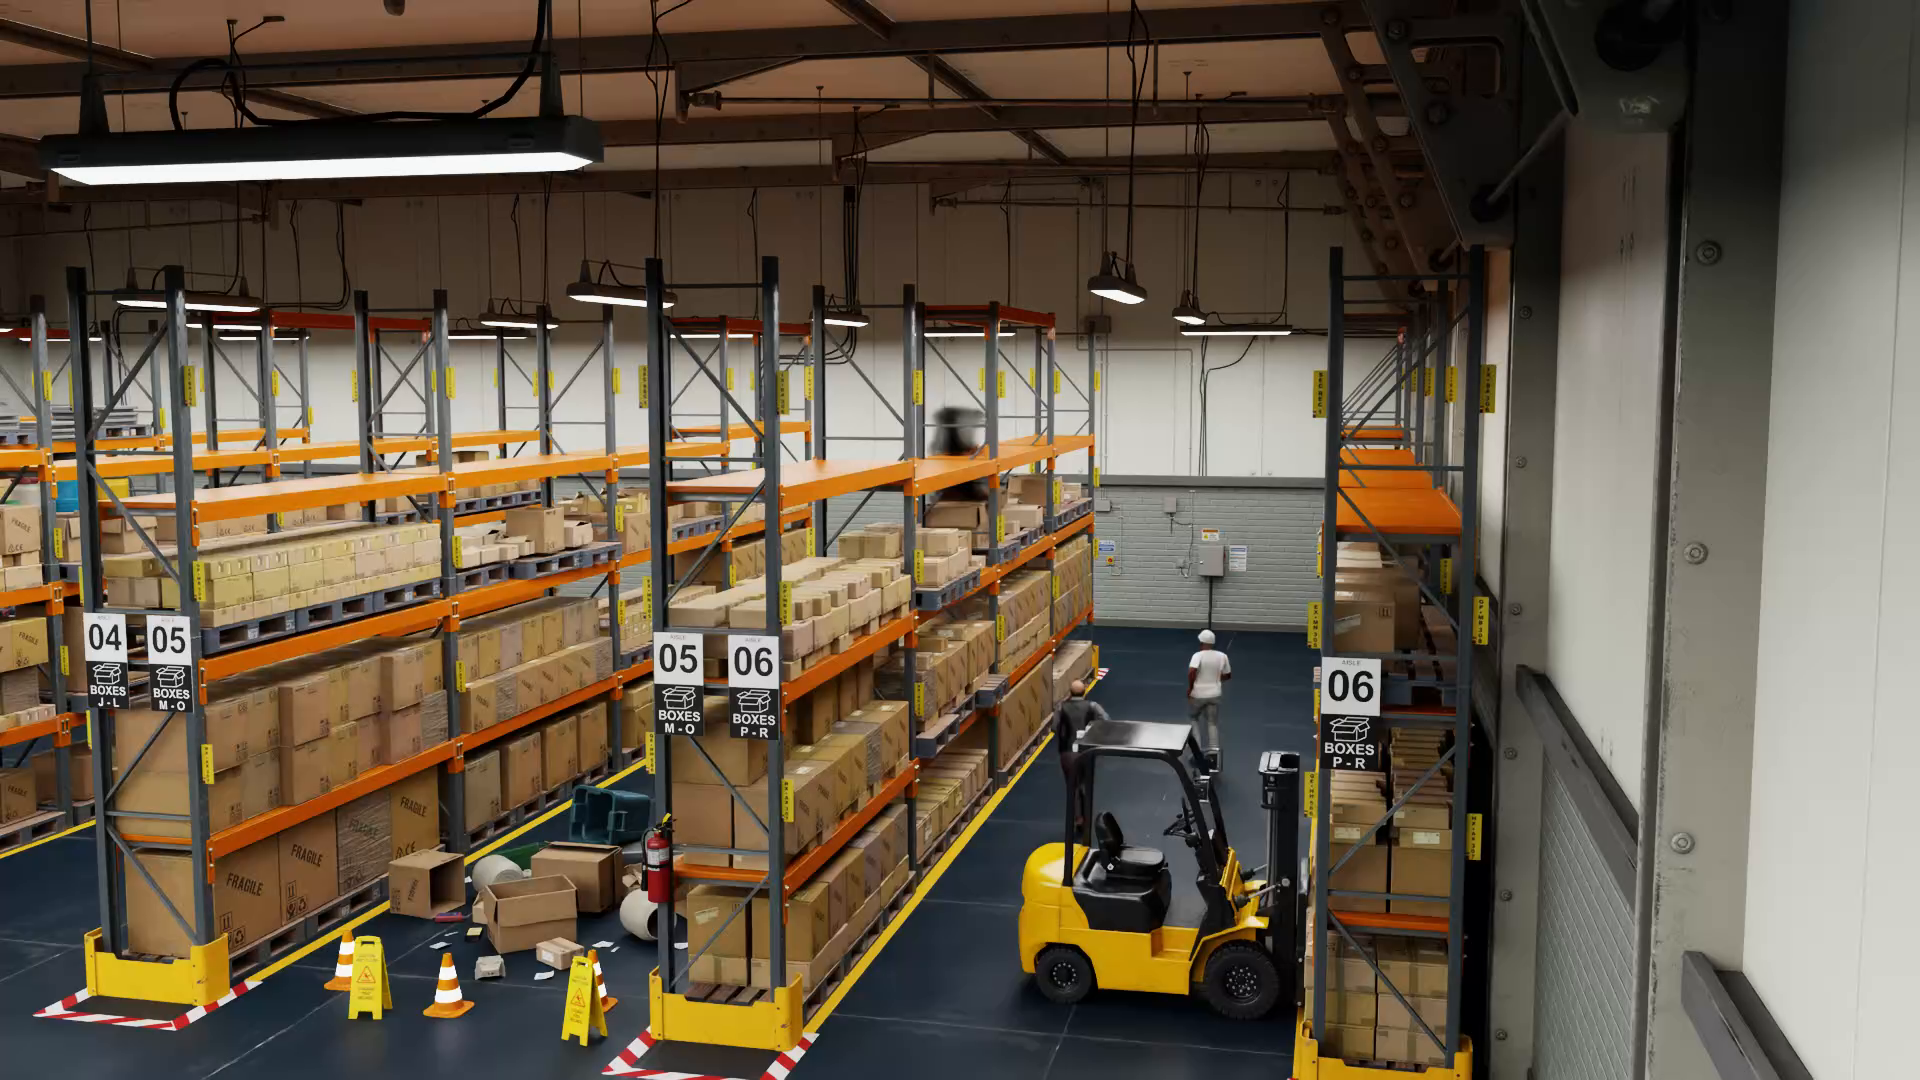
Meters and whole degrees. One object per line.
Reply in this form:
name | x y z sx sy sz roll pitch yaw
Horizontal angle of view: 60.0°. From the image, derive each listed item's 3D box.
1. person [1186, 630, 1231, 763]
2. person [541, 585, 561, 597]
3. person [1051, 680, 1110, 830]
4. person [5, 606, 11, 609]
person | 3.248 2.084 21.870 0.666 1.813 0.759 -1 6 -8
person | -7.925 1.191 31.842 0.759 1.524 0.548 5 8 40
person | 1.364 2.435 18.961 0.653 1.649 0.728 0 6 -2
person | -19.555 0.746 34.599 1.000 1.768 0.680 2 6 18
